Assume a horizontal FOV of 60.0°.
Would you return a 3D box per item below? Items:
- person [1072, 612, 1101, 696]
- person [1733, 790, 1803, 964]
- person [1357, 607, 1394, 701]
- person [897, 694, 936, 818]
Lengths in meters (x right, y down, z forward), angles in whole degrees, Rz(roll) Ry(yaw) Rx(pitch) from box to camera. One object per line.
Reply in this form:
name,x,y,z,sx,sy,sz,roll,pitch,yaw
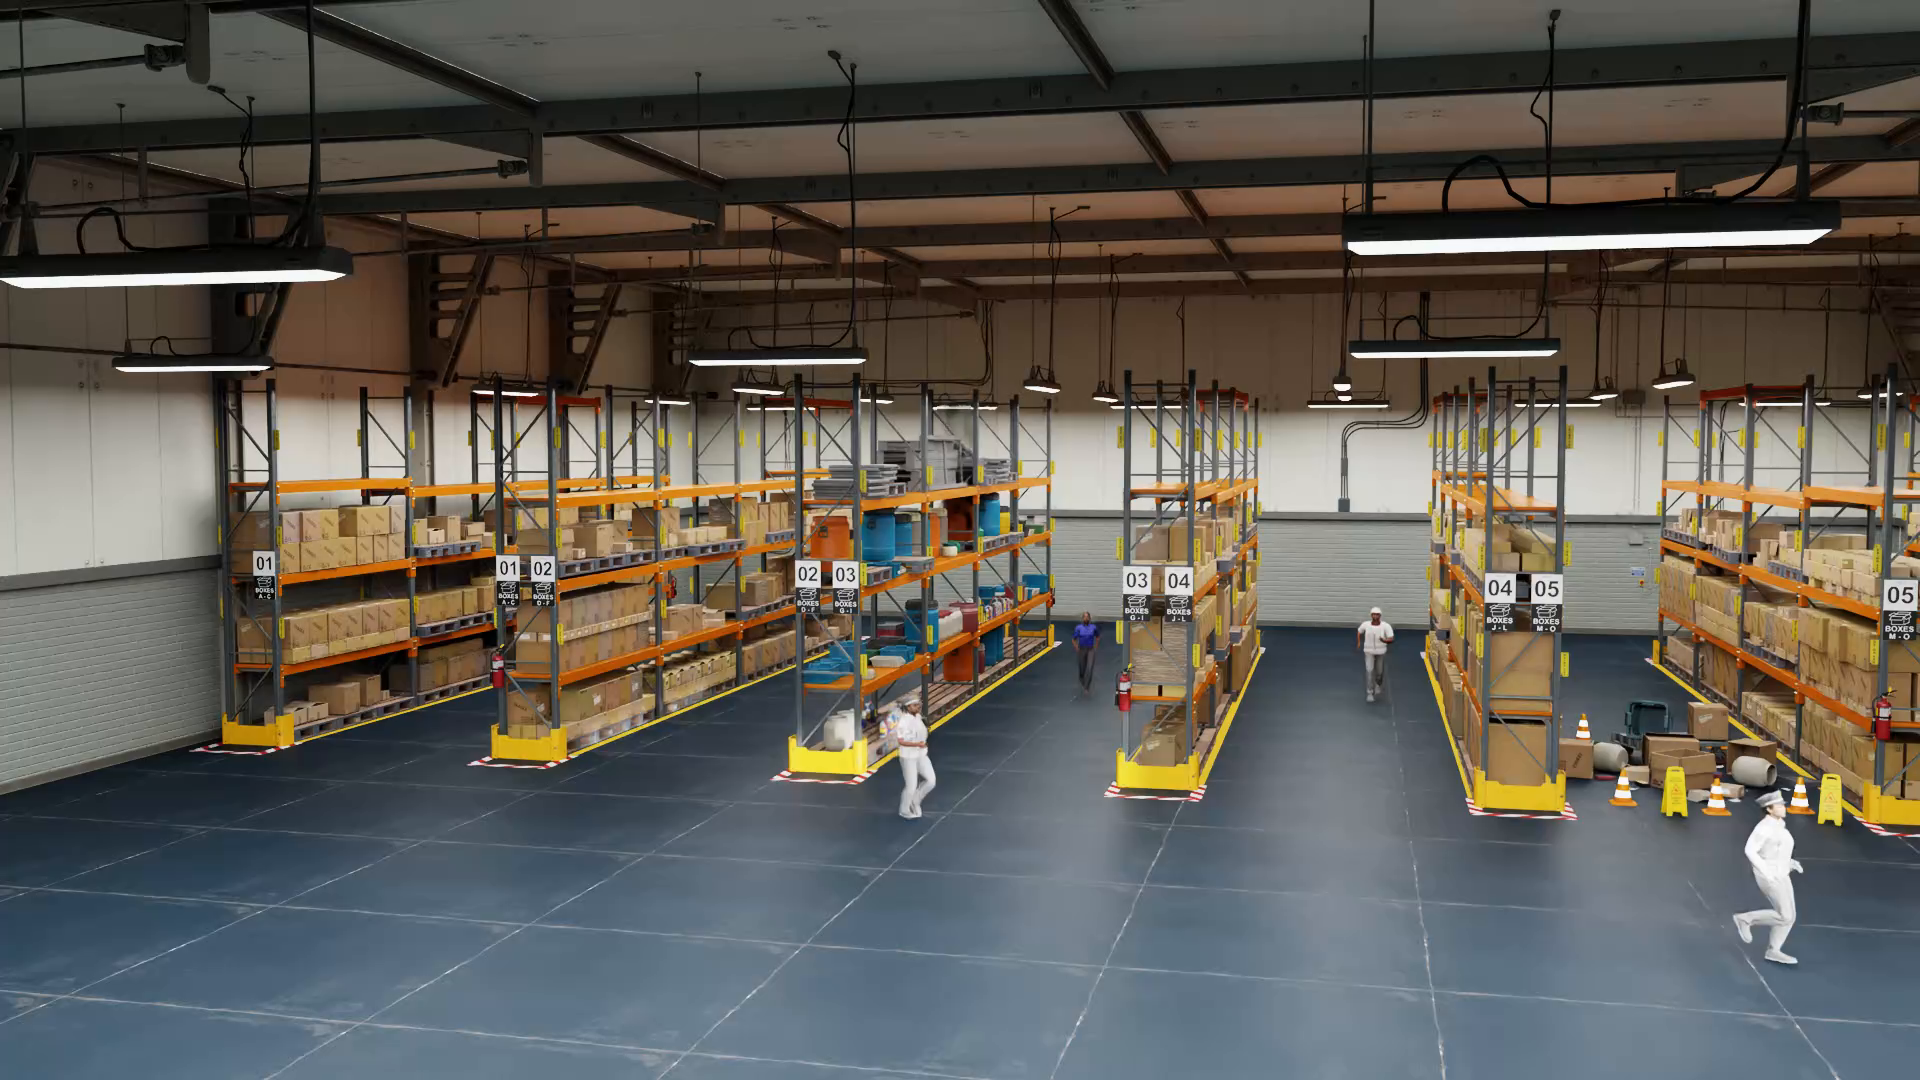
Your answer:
person,2.504,2.232,32.899,0.577,1.636,0.711,0,3,1
person,7.788,3.216,16.008,0.568,1.648,0.629,3,5,43
person,7.982,2.167,31.975,0.702,1.759,0.969,1,4,14
person,-0.559,2.849,21.873,0.611,1.665,0.554,3,5,45
